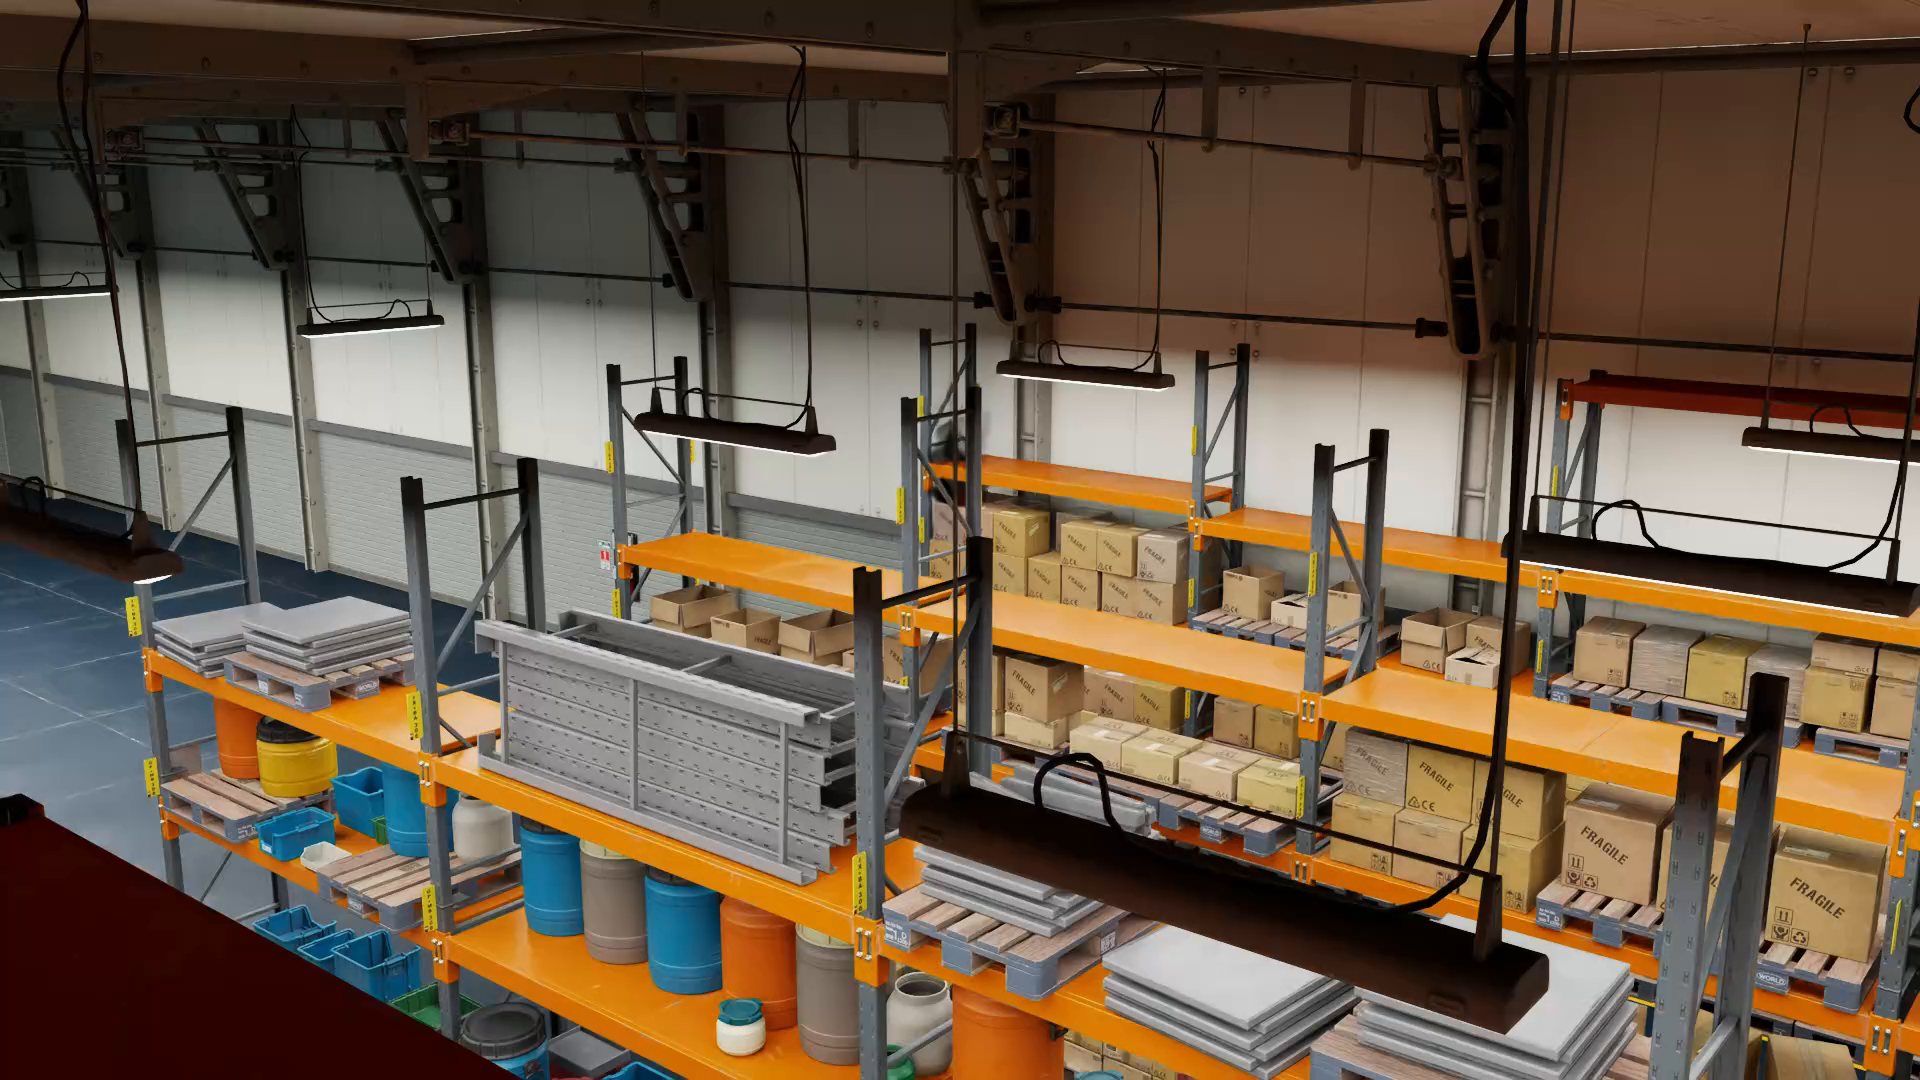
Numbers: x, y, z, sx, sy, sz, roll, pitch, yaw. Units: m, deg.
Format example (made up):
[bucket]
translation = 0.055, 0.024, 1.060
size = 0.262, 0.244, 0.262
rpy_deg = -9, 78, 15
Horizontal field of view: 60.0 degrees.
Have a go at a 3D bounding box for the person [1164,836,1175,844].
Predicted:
[person]
translation = 1.812, 3.412, 17.054
size = 0.880, 1.797, 0.686
rpy_deg = 8, 15, 31
